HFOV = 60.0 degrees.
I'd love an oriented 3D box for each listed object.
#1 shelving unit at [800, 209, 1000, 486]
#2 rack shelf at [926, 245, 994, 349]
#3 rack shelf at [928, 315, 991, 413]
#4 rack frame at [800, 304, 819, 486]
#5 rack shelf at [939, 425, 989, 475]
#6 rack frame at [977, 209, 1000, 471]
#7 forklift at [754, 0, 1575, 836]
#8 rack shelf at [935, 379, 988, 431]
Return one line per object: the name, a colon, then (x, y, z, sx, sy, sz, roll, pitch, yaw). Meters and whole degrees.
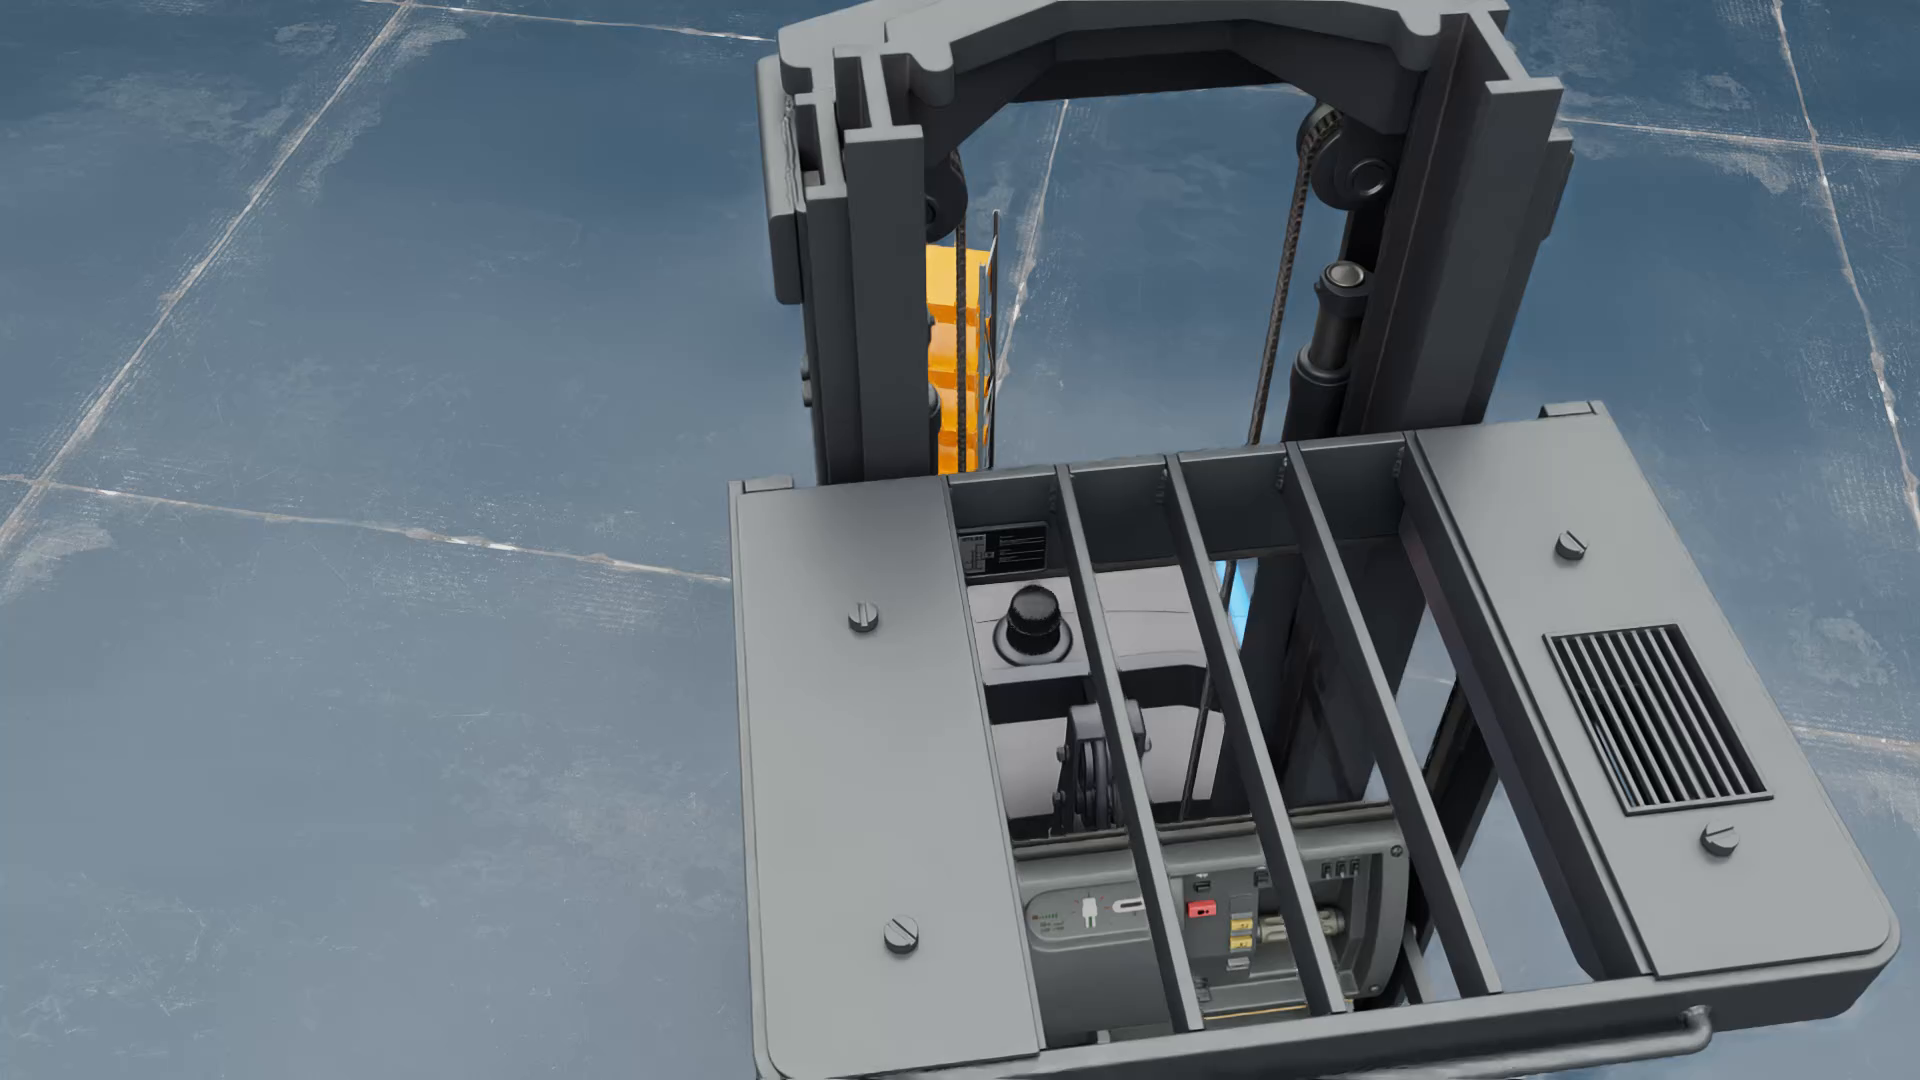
shelving unit: (-0.163, -0.423, 4.823, 0.503, 1.200, 0.258, 8, 49, 7)
rack shelf: (-0.163, -0.686, 4.531, 0.480, 0.148, 0.258, 8, 49, 7)
rack shelf: (-0.163, -0.527, 4.707, 0.480, 0.148, 0.258, 8, 49, 7)
rack frame: (-0.403, -0.455, 4.852, 0.015, 1.200, 0.240, 8, 49, 7)
rack shelf: (-0.163, -0.245, 5.021, 0.480, 0.148, 0.258, 8, 49, 7)
rack frame: (0.077, -0.391, 4.794, 0.015, 1.200, 0.240, 8, 49, 7)
forklift: (0.230, 0.408, 2.956, 1.129, 2.867, 1.939, -6, 48, -5)
rack shelf: (-0.163, -0.404, 4.844, 0.457, 0.050, 0.221, 8, 49, 7)
